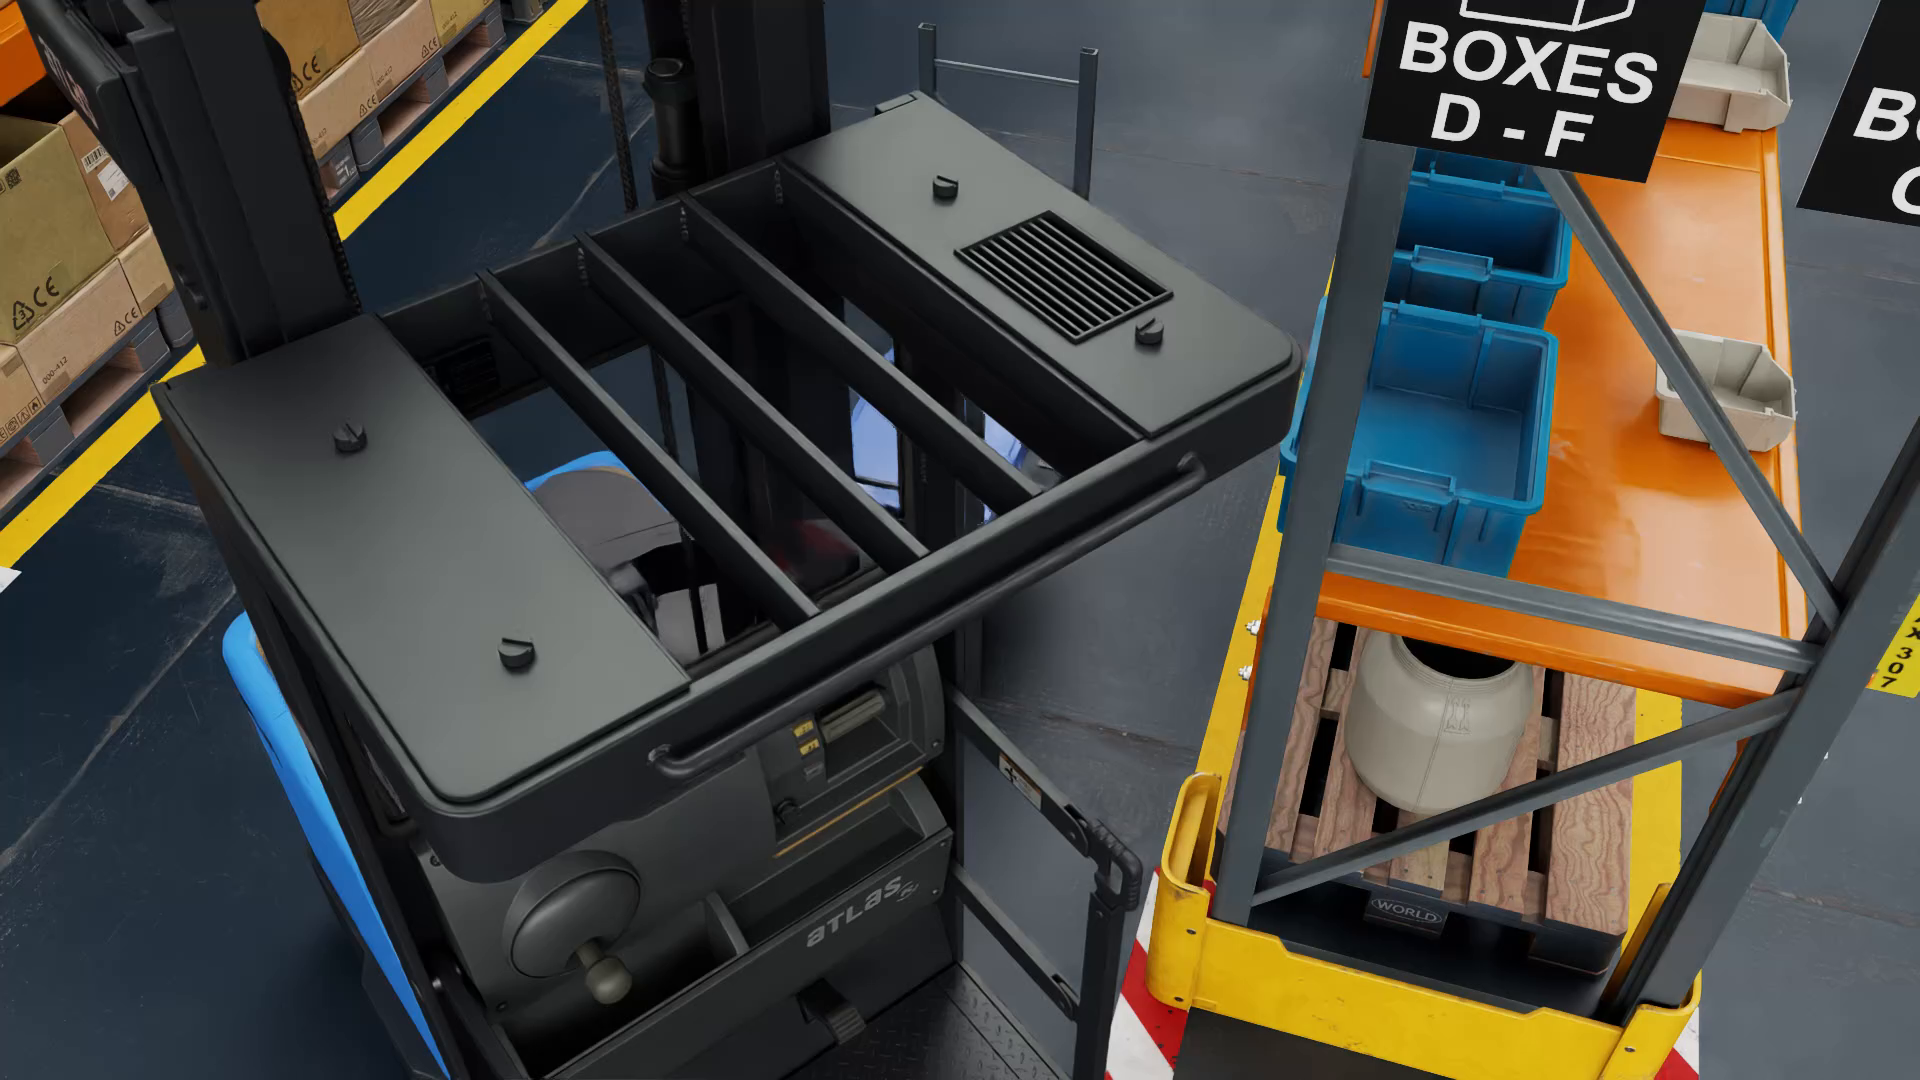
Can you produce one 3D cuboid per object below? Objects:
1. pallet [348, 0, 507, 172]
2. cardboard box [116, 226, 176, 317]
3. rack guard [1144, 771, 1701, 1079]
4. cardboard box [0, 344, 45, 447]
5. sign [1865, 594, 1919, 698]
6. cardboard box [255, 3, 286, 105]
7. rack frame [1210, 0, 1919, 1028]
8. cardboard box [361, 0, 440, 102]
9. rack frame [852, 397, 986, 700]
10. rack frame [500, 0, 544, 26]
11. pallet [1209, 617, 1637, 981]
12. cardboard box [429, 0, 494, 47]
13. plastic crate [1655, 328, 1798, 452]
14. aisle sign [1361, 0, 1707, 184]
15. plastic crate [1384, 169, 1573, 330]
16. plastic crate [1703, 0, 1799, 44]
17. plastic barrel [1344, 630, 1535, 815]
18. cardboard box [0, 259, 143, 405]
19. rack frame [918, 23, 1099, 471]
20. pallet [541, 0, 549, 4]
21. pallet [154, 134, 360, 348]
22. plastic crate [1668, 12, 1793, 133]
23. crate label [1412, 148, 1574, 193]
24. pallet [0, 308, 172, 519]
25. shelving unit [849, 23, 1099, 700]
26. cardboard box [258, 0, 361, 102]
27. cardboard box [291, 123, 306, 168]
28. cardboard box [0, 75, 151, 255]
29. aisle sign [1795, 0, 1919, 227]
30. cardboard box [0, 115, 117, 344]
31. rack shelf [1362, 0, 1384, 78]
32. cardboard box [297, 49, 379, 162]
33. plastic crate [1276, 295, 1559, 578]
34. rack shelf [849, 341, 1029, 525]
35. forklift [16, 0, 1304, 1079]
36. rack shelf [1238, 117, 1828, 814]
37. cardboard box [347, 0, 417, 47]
[{"bbox_3d":[-2.716,-2.077,7.221,1.003,0.211,1.213,13,46,13],"label":"pallet"},{"bbox_3d":[-2.972,-1.073,5.868,0.500,0.250,0.500,13,46,13],"label":"cardboard box"},{"bbox_3d":[1.051,0.956,3.915,1.175,0.500,0.348,13,46,13],"label":"rack guard"},{"bbox_3d":[-3.272,-0.406,5.186,0.500,0.250,0.500,13,46,13],"label":"cardboard box"},{"bbox_3d":[1.596,0.144,2.760,0.100,0.325,0.005,13,46,13],"label":"sign"},{"bbox_3d":[-2.815,-1.673,5.945,0.500,0.500,0.500,13,46,13],"label":"cardboard box"},{"bbox_3d":[1.073,0.123,2.979,1.000,3.000,0.127,13,46,13],"label":"rack frame"},{"bbox_3d":[-2.528,-2.075,6.892,0.500,0.250,0.500,13,46,13],"label":"cardboard box"},{"bbox_3d":[-0.180,-0.140,4.321,0.500,1.500,0.032,13,46,12],"label":"rack frame"},{"bbox_3d":[-2.435,-3.594,6.779,1.000,3.000,0.127,13,46,13],"label":"rack frame"},{"bbox_3d":[1.302,0.519,4.569,1.003,0.211,1.213,13,46,13],"label":"pallet"},{"bbox_3d":[-2.367,-2.406,7.230,0.500,0.250,0.500,13,46,13],"label":"cardboard box"},{"bbox_3d":[1.651,-0.311,3.611,0.298,0.136,0.250,13,46,13],"label":"plastic crate"},{"bbox_3d":[0.768,-0.821,2.085,0.394,0.787,0.004,13,46,13],"label":"aisle sign"},{"bbox_3d":[1.141,-0.652,3.878,0.499,0.251,0.408,13,46,13],"label":"plastic crate"},{"bbox_3d":[2.208,-1.694,4.943,0.499,0.251,0.616,13,46,13],"label":"plastic crate"},{"bbox_3d":[1.199,0.408,4.167,0.421,0.512,0.421,0,44,0],"label":"plastic barrel"},{"bbox_3d":[-3.124,-0.740,5.527,0.500,0.250,0.500,13,46,13],"label":"cardboard box"},{"bbox_3d":[0.128,-0.818,5.014,0.500,1.500,0.032,13,46,12],"label":"rack frame"},{"bbox_3d":[-2.249,-3.097,8.264,1.003,0.211,1.213,13,46,13],"label":"pallet"},{"bbox_3d":[-3.084,-1.261,6.387,1.003,0.211,1.213,13,46,13],"label":"pallet"},{"bbox_3d":[2.034,-1.313,4.635,0.530,0.136,0.437,13,46,13],"label":"plastic crate"},{"bbox_3d":[1.373,-1.173,4.279,0.502,0.435,0.616,13,46,13],"label":"crate label"},{"bbox_3d":[-3.455,-0.450,5.559,1.003,0.211,1.213,13,46,13],"label":"pallet"},{"bbox_3d":[-0.026,-0.479,4.667,0.538,1.500,1.048,13,46,12],"label":"shelving unit"},{"bbox_3d":[-2.678,-2.010,6.288,0.500,0.500,0.500,13,46,13],"label":"cardboard box"},{"bbox_3d":[-2.816,-1.405,6.207,0.500,0.250,0.500,13,46,13],"label":"cardboard box"},{"bbox_3d":[-2.983,-1.344,5.608,0.500,0.500,0.500,13,46,13],"label":"cardboard box"},{"bbox_3d":[1.330,-0.696,1.958,0.394,0.787,0.004,13,46,13],"label":"aisle sign"},{"bbox_3d":[-3.123,-1.008,5.265,0.500,0.500,0.500,13,46,13],"label":"cardboard box"},{"bbox_3d":[1.679,-2.025,3.544,1.077,0.370,4.000,13,46,13],"label":"rack shelf"},{"bbox_3d":[-2.666,-1.739,6.548,0.500,0.250,0.500,13,46,13],"label":"cardboard box"},{"bbox_3d":[0.939,-0.220,3.437,0.499,0.251,0.616,13,46,13],"label":"plastic crate"},{"bbox_3d":[-0.026,-0.351,4.793,0.538,0.185,1.000,13,46,12],"label":"rack shelf"},{"bbox_3d":[-0.295,0.499,2.644,1.130,2.935,3.031,-28,51,-26],"label":"forklift"},{"bbox_3d":[1.679,-0.953,4.593,1.077,0.370,4.000,13,46,13],"label":"rack shelf"},{"bbox_3d":[-2.530,-2.344,6.630,0.500,0.500,0.500,13,46,13],"label":"cardboard box"}]
